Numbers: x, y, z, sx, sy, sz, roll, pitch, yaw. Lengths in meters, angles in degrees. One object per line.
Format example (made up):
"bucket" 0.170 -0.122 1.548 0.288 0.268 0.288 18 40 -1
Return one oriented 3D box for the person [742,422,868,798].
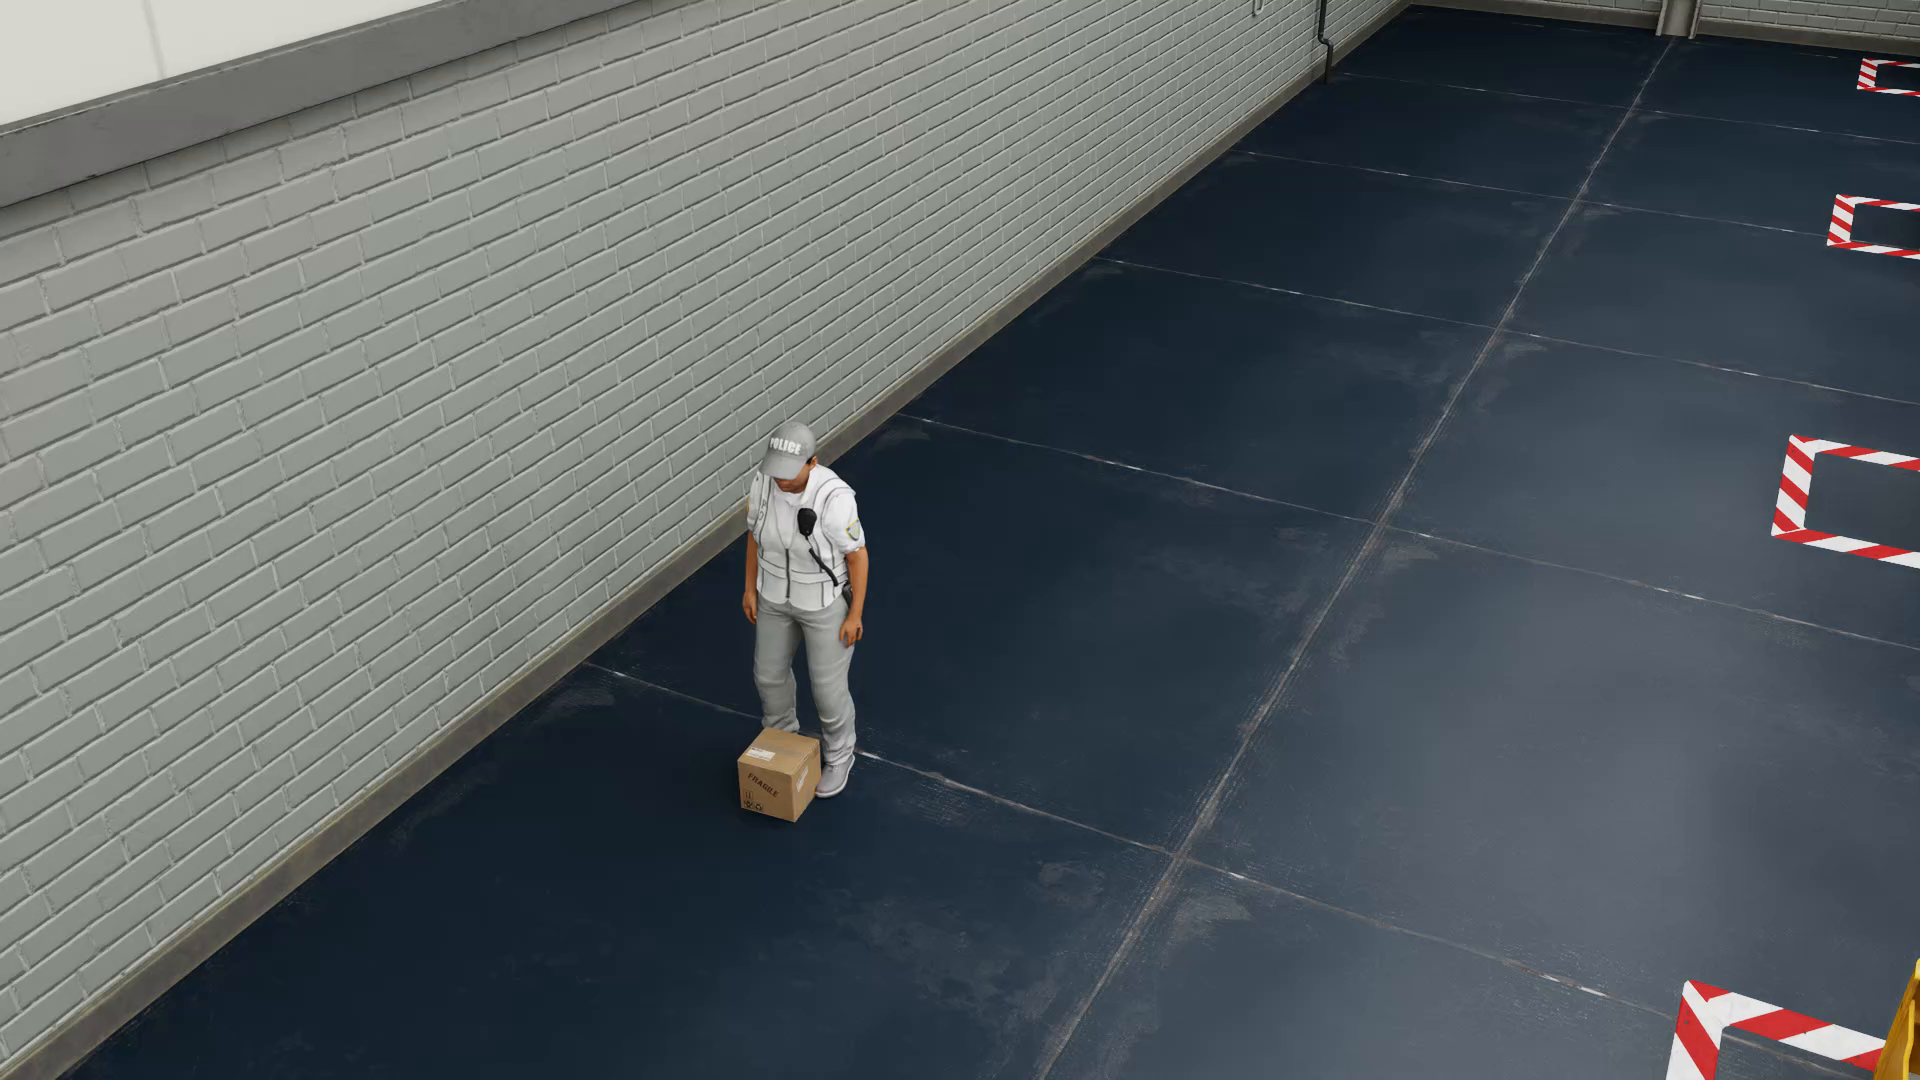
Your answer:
"person" -0.642 0.256 6.683 0.564 1.667 0.465 13 33 21
